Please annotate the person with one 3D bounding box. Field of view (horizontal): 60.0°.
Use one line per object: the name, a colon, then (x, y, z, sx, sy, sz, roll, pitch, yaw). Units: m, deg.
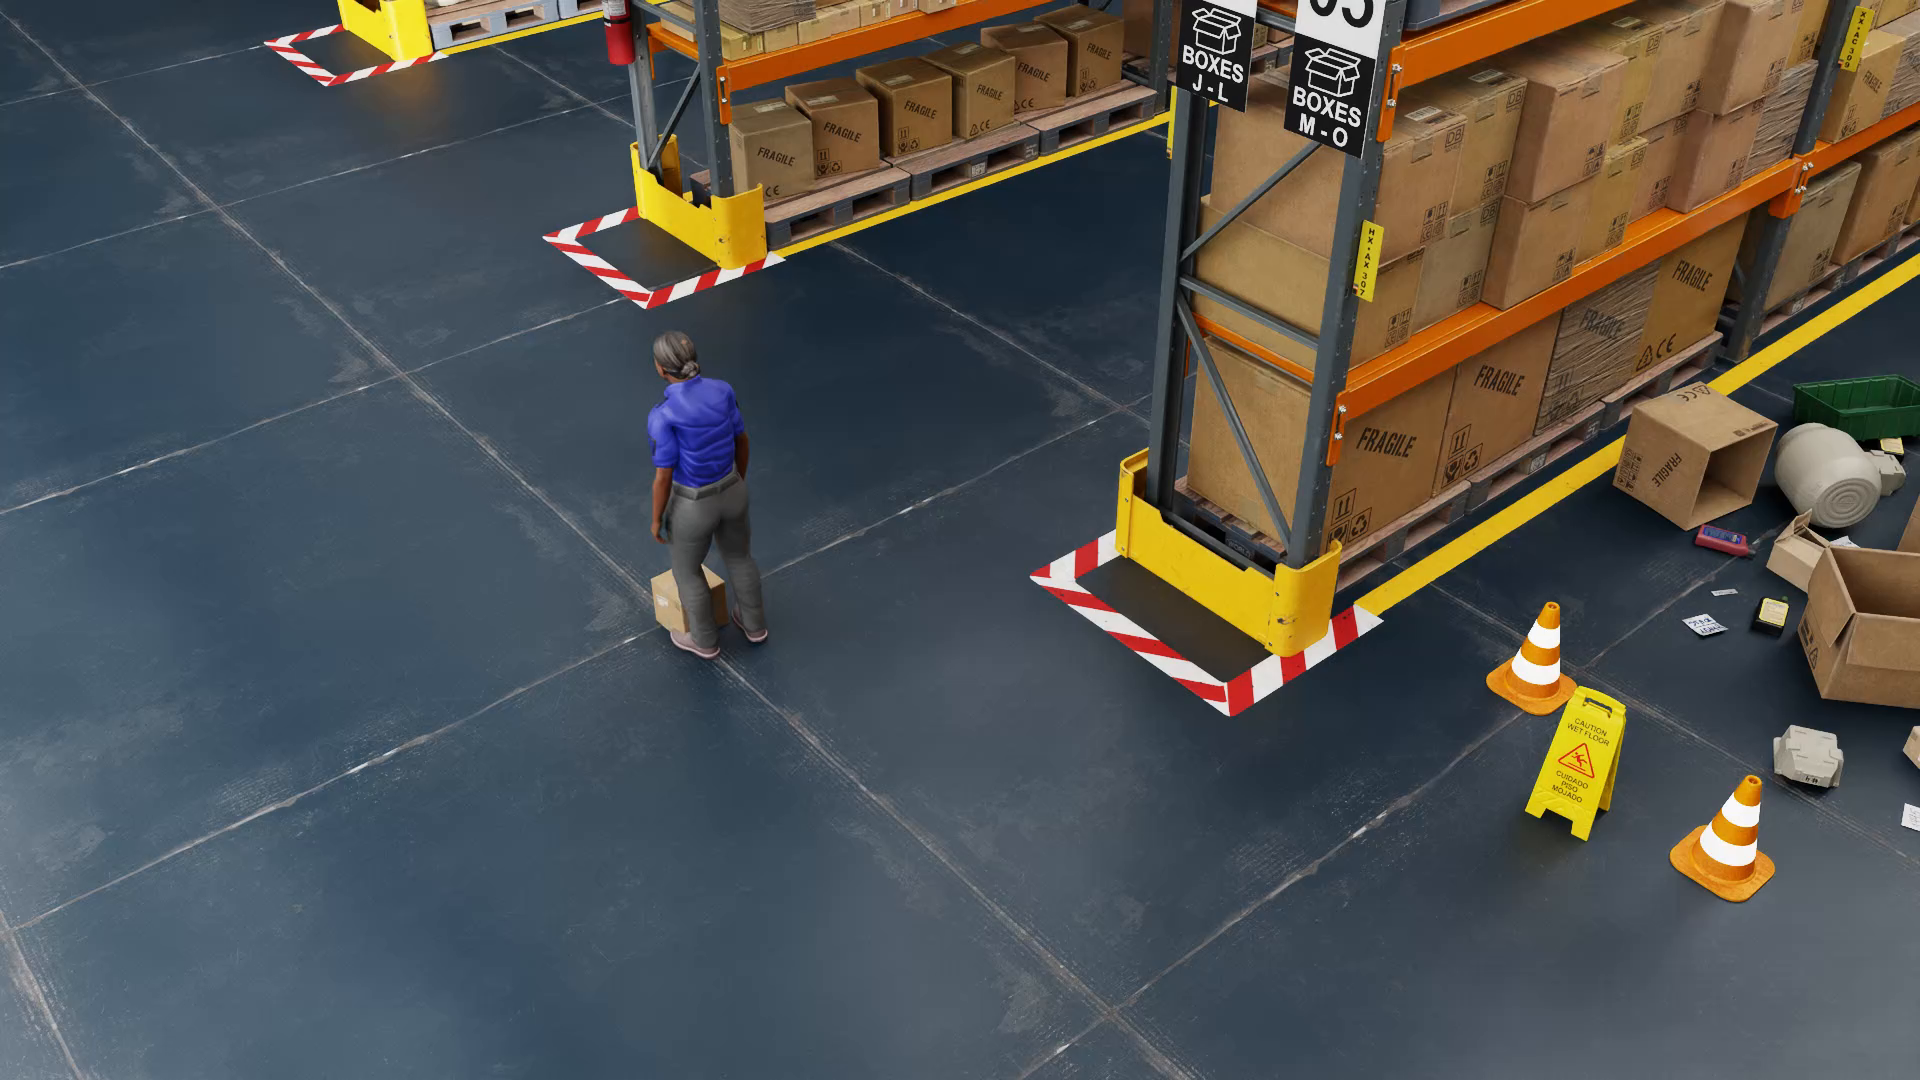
person: (-1.140, -0.186, 7.335, 0.529, 1.656, 0.395, -28, 45, -33)
